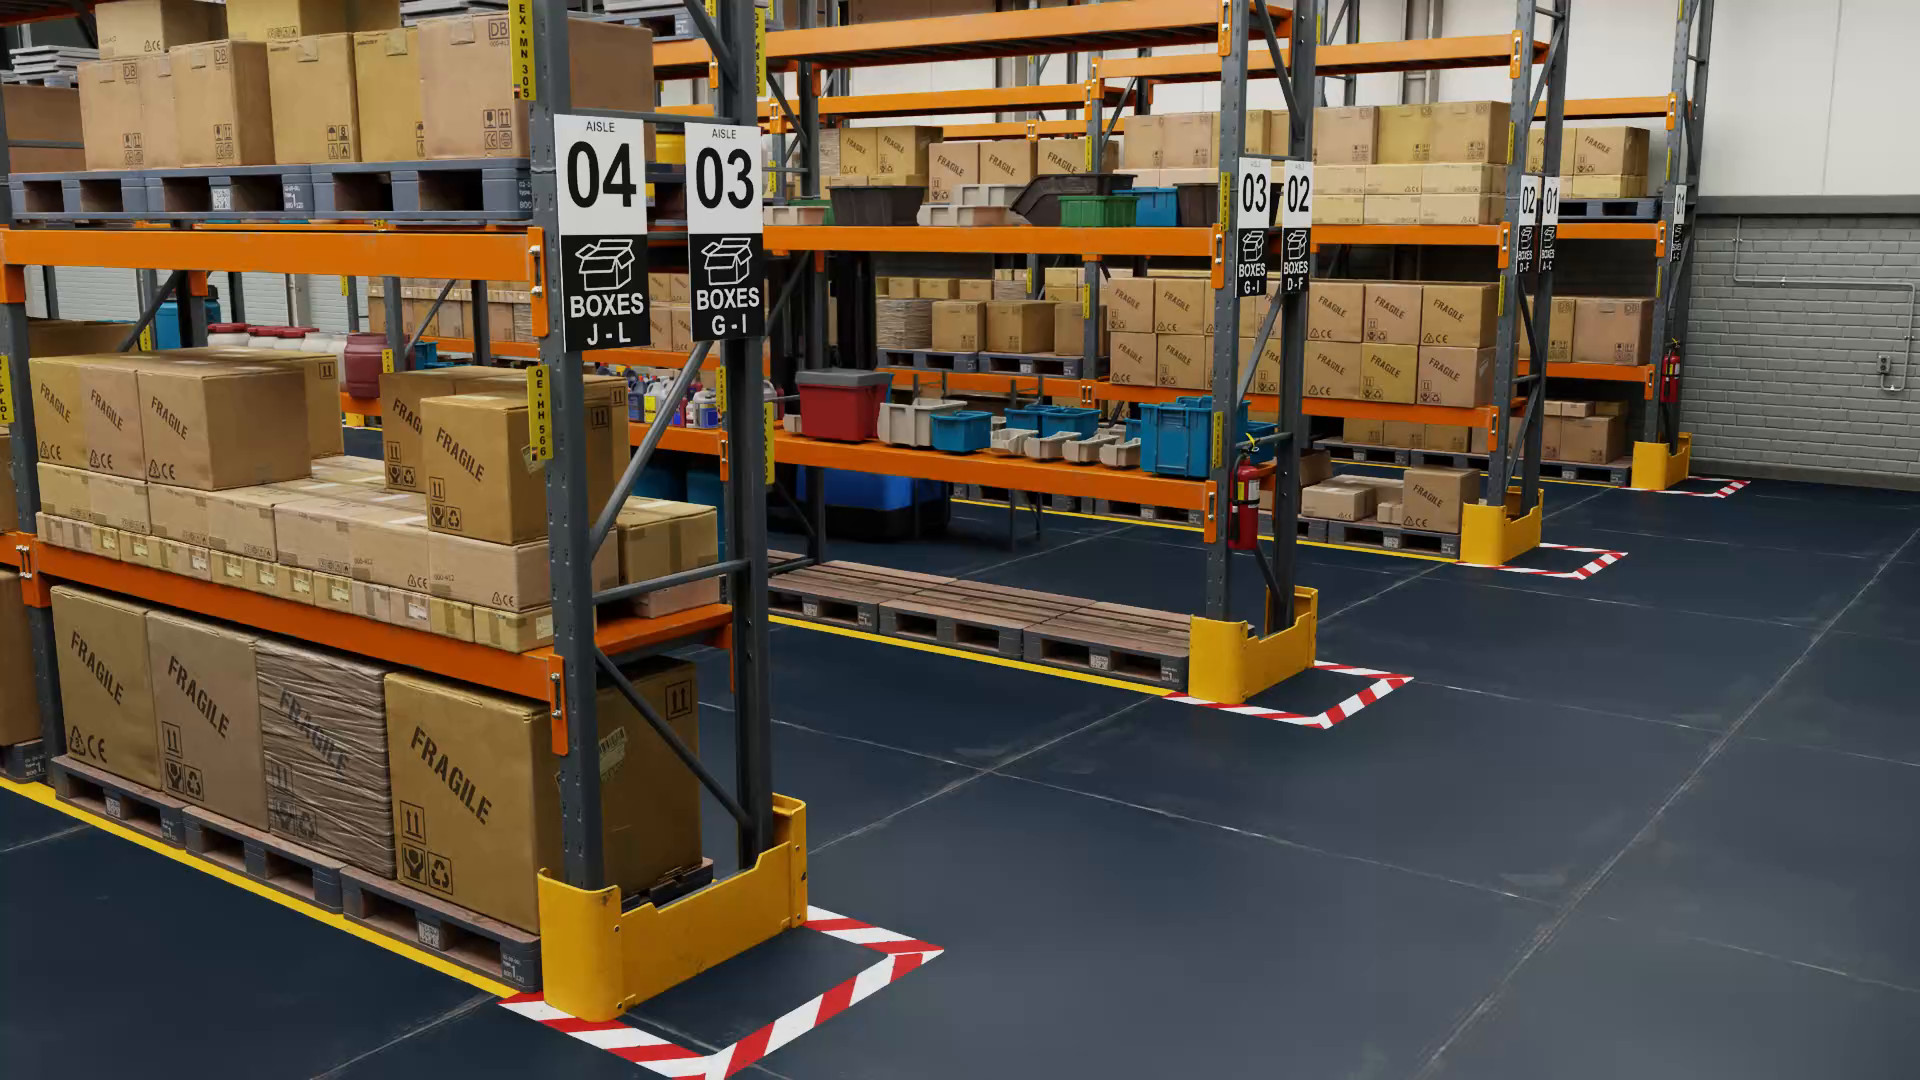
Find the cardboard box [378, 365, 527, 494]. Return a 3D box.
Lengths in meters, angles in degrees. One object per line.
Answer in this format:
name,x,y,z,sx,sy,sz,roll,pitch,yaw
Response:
cardboard box,-2.161,-0.483,7.269,0.500,0.500,0.500,7,13,34

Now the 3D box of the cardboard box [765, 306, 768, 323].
cardboard box,-2.944,-3.458,25.351,0.500,0.250,0.500,8,14,36

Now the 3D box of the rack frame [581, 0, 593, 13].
rack frame,-4.915,-5.645,20.515,0.127,3.000,1.000,8,13,36

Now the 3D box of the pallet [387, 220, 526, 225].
pallet,-4.067,-2.771,14.054,1.213,0.211,1.003,8,13,36

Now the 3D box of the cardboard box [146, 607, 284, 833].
cardboard box,-3.124,0.741,7.791,0.875,0.875,0.875,8,13,36

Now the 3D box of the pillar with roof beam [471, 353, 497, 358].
pillar with roof beam,-11.518,-6.922,27.120,0.548,9.000,9.100,8,13,36

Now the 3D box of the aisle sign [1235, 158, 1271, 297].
aisle sign,1.707,-1.816,9.673,0.004,0.787,0.394,8,13,36

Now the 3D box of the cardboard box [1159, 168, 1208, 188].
cardboard box,2.182,-3.296,15.350,0.500,0.250,0.500,8,13,36

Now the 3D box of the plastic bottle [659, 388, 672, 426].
plastic bottle,-2.205,-1.017,12.716,0.135,0.276,0.152,8,13,36

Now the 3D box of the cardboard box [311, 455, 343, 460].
cardboard box,-3.404,-0.289,8.237,0.500,0.250,0.500,8,14,37

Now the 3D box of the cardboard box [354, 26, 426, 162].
cardboard box,-1.943,-1.743,6.613,0.500,0.500,0.700,7,13,33

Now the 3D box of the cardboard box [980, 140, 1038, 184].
cardboard box,0.618,-3.716,16.814,0.600,0.600,0.600,8,13,35

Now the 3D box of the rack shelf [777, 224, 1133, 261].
rack shelf,-0.079,-3.144,17.382,4.000,0.370,1.077,8,13,36

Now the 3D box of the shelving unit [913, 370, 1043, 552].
shelving unit,0.158,-0.724,14.823,1.048,1.500,0.538,7,13,33

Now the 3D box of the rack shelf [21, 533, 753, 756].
rack shelf,-2.722,0.294,7.505,4.000,0.370,1.077,8,13,36

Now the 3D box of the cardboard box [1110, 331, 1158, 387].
cardboard box,1.783,-1.750,15.915,0.500,0.500,0.500,8,14,37

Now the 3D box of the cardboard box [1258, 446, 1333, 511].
cardboard box,3.050,-0.580,15.544,0.637,0.503,0.797,8,13,36

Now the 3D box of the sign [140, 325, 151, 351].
sign,-8.185,-1.994,16.712,0.005,0.325,0.100,8,13,36

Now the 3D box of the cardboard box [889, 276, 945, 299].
cardboard box,-0.601,-3.528,23.945,0.500,0.500,0.700,10,15,43

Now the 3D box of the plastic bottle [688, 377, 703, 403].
plastic bottle,-2.161,-1.191,13.596,0.133,0.283,0.061,8,13,36

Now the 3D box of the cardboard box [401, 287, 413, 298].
cardboard box,-7.334,-3.353,22.494,0.250,0.149,0.380,8,13,35

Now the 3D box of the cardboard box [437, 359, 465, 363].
cardboard box,-7.024,-2.169,22.503,0.500,0.500,0.500,8,13,36

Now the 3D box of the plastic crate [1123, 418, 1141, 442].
plastic crate,1.287,-0.692,10.991,0.300,0.233,0.416,8,13,36

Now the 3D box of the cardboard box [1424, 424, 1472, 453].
cardboard box,5.819,-1.323,19.445,0.500,0.500,0.700,8,14,37

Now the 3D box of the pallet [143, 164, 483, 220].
pallet,-2.701,-1.482,7.129,1.213,0.211,1.003,8,13,36

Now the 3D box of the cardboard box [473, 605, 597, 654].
cardboard box,-1.592,0.300,6.245,0.250,0.149,0.380,8,14,37

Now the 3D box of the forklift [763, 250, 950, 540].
forklift,-1.601,-1.628,15.730,3.031,2.935,1.130,7,13,33

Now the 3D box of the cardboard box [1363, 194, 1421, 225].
cardboard box,3.790,-2.825,14.230,0.500,0.250,0.500,8,13,36

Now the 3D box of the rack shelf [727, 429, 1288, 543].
rack shelf,0.210,-0.464,11.425,4.000,0.370,1.077,8,13,36

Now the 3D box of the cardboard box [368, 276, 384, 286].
cardboard box,-7.728,-3.775,22.965,0.500,0.500,0.700,8,14,36

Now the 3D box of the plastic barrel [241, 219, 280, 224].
plastic barrel,-6.785,-3.563,16.331,0.600,0.901,0.600,0,11,0

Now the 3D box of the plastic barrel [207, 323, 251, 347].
plastic barrel,-7.209,-1.867,16.425,0.433,0.535,0.433,0,11,0

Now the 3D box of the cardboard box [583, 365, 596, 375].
cardboard box,-5.104,-2.024,21.752,0.500,0.500,0.500,8,13,36

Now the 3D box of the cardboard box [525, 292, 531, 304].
cardboard box,-5.261,-3.065,21.003,0.250,0.149,0.380,8,13,35

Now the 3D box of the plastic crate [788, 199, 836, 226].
plastic crate,-0.882,-2.409,12.247,0.662,0.188,0.450,8,13,36

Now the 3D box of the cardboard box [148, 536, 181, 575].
cardboard box,-3.448,0.041,7.583,0.250,0.149,0.380,8,13,35

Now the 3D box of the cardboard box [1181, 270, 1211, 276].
cardboard box,3.117,-3.261,20.918,0.500,0.250,0.500,8,14,37

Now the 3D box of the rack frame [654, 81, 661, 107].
rack frame,-5.210,-6.853,26.762,0.127,3.000,1.000,8,13,36

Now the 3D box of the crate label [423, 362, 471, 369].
crate label,-4.744,-1.514,15.400,0.416,0.233,0.303,8,13,36

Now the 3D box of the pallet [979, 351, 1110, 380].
pallet,0.953,-1.812,17.005,1.213,0.211,1.003,8,13,36

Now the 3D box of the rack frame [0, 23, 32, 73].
rack frame,-11.074,-5.336,18.922,0.127,3.000,1.000,8,13,36

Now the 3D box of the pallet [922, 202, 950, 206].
pallet,0.211,-3.381,17.204,1.003,0.211,1.213,8,13,36

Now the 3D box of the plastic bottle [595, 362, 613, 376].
plastic bottle,-3.023,-1.335,14.161,0.185,0.351,0.144,8,13,36

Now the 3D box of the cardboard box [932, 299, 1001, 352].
cardboard box,0.072,-2.244,17.365,0.500,0.500,0.700,4,12,21

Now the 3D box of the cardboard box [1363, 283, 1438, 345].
cardboard box,3.828,-1.955,14.341,0.500,0.500,0.500,8,14,37

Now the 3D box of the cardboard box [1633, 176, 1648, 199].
cardboard box,7.243,-3.883,18.332,0.500,0.250,0.500,9,14,38

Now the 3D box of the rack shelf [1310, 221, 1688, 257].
rack shelf,6.074,-3.453,18.979,4.000,0.370,1.077,8,13,36

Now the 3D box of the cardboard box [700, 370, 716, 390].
cardboard box,-3.684,-2.651,26.257,0.500,0.500,0.700,7,13,32

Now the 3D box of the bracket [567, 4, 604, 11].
bracket,-6.769,-8.958,28.165,4.783,0.066,0.076,8,13,36

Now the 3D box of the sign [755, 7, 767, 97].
sign,-0.776,-1.859,6.335,0.005,0.325,0.100,8,13,36

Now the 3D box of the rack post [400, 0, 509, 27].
rack post,-4.018,-4.325,13.892,0.937,0.300,0.954,8,13,36

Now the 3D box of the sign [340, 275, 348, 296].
sign,-8.472,-3.529,22.884,0.005,0.325,0.100,8,13,36

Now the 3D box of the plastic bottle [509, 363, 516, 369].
plastic bottle,-4.047,-1.454,14.957,0.133,0.283,0.061,8,13,36
